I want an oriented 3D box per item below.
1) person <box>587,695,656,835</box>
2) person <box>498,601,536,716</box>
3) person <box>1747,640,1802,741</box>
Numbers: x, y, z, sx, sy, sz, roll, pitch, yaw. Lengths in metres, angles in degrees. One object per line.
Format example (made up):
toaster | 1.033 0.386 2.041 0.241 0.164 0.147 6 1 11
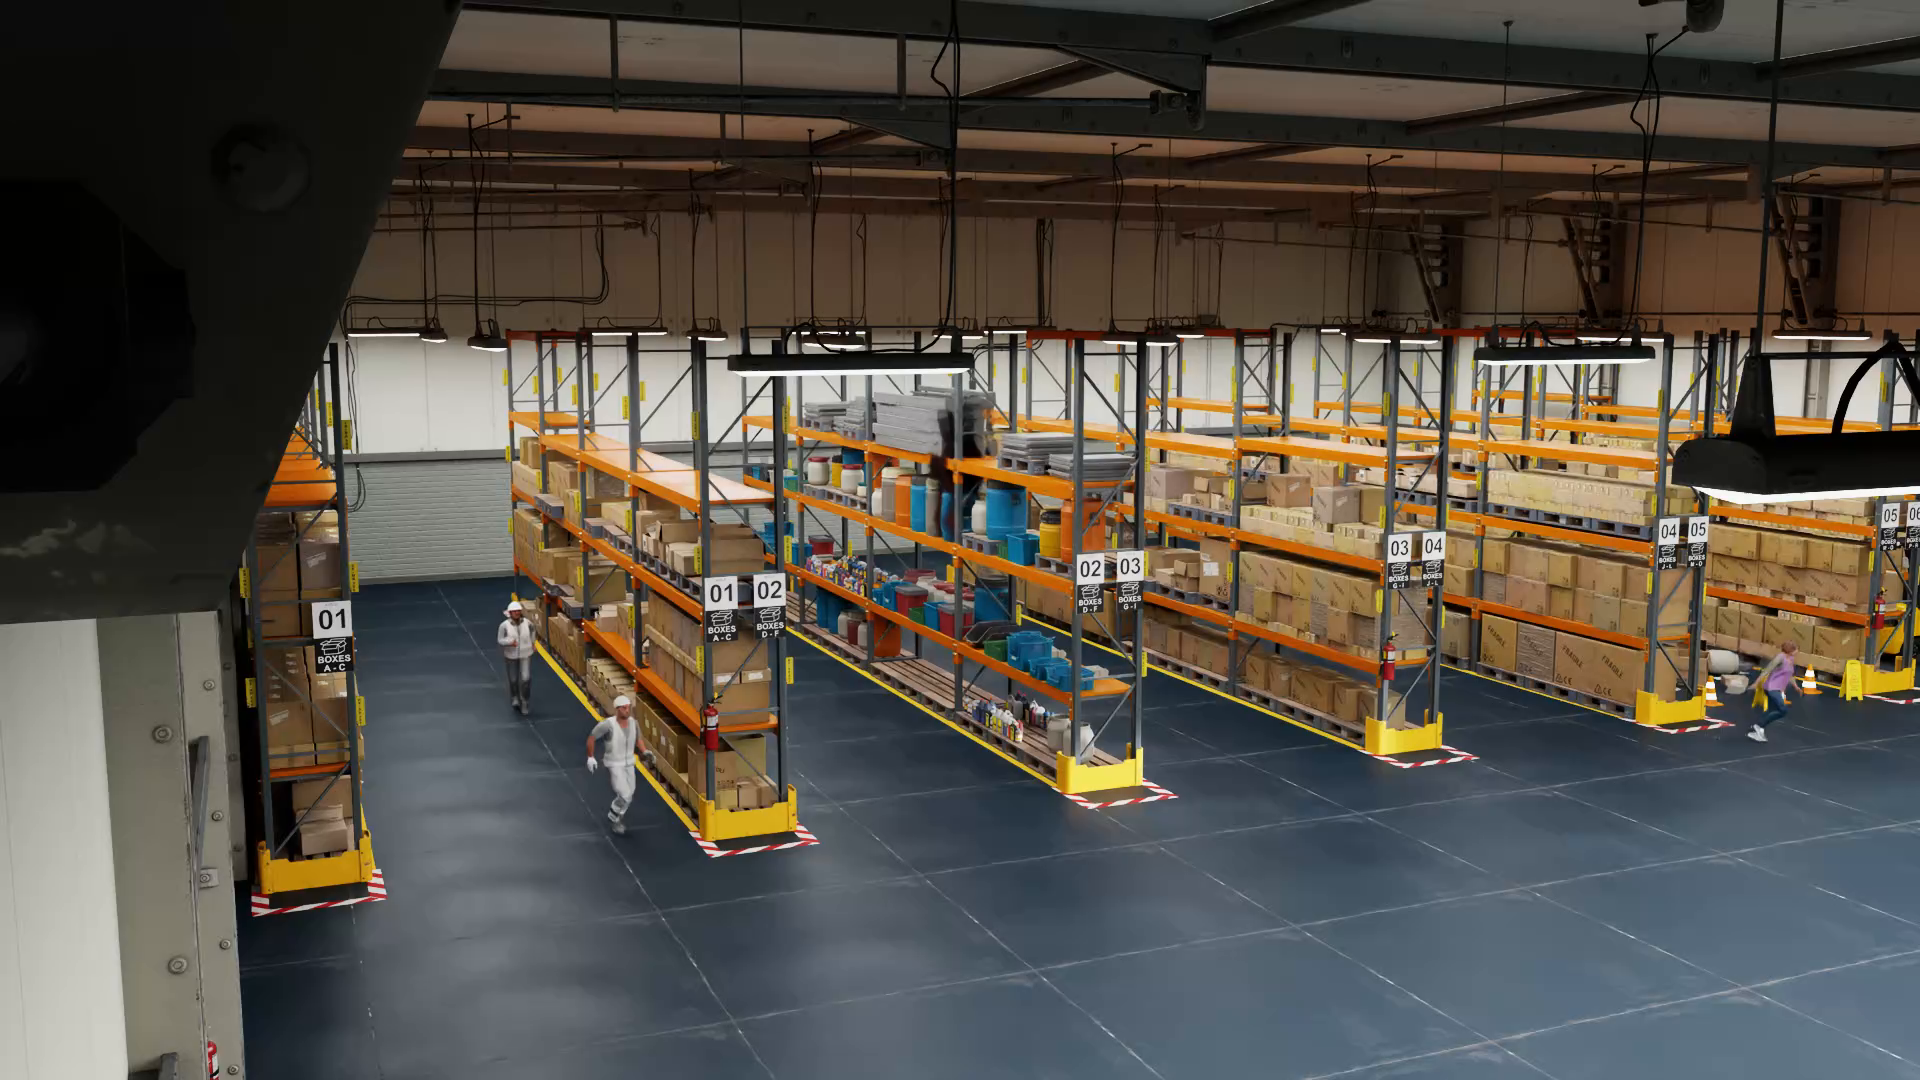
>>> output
person | -4.091 2.736 20.144 0.705 1.728 0.648 7 10 42
person | -7.026 1.874 26.420 0.601 1.825 0.833 -2 8 -16
person | 12.083 2.233 24.622 0.662 1.540 0.529 7 10 42
